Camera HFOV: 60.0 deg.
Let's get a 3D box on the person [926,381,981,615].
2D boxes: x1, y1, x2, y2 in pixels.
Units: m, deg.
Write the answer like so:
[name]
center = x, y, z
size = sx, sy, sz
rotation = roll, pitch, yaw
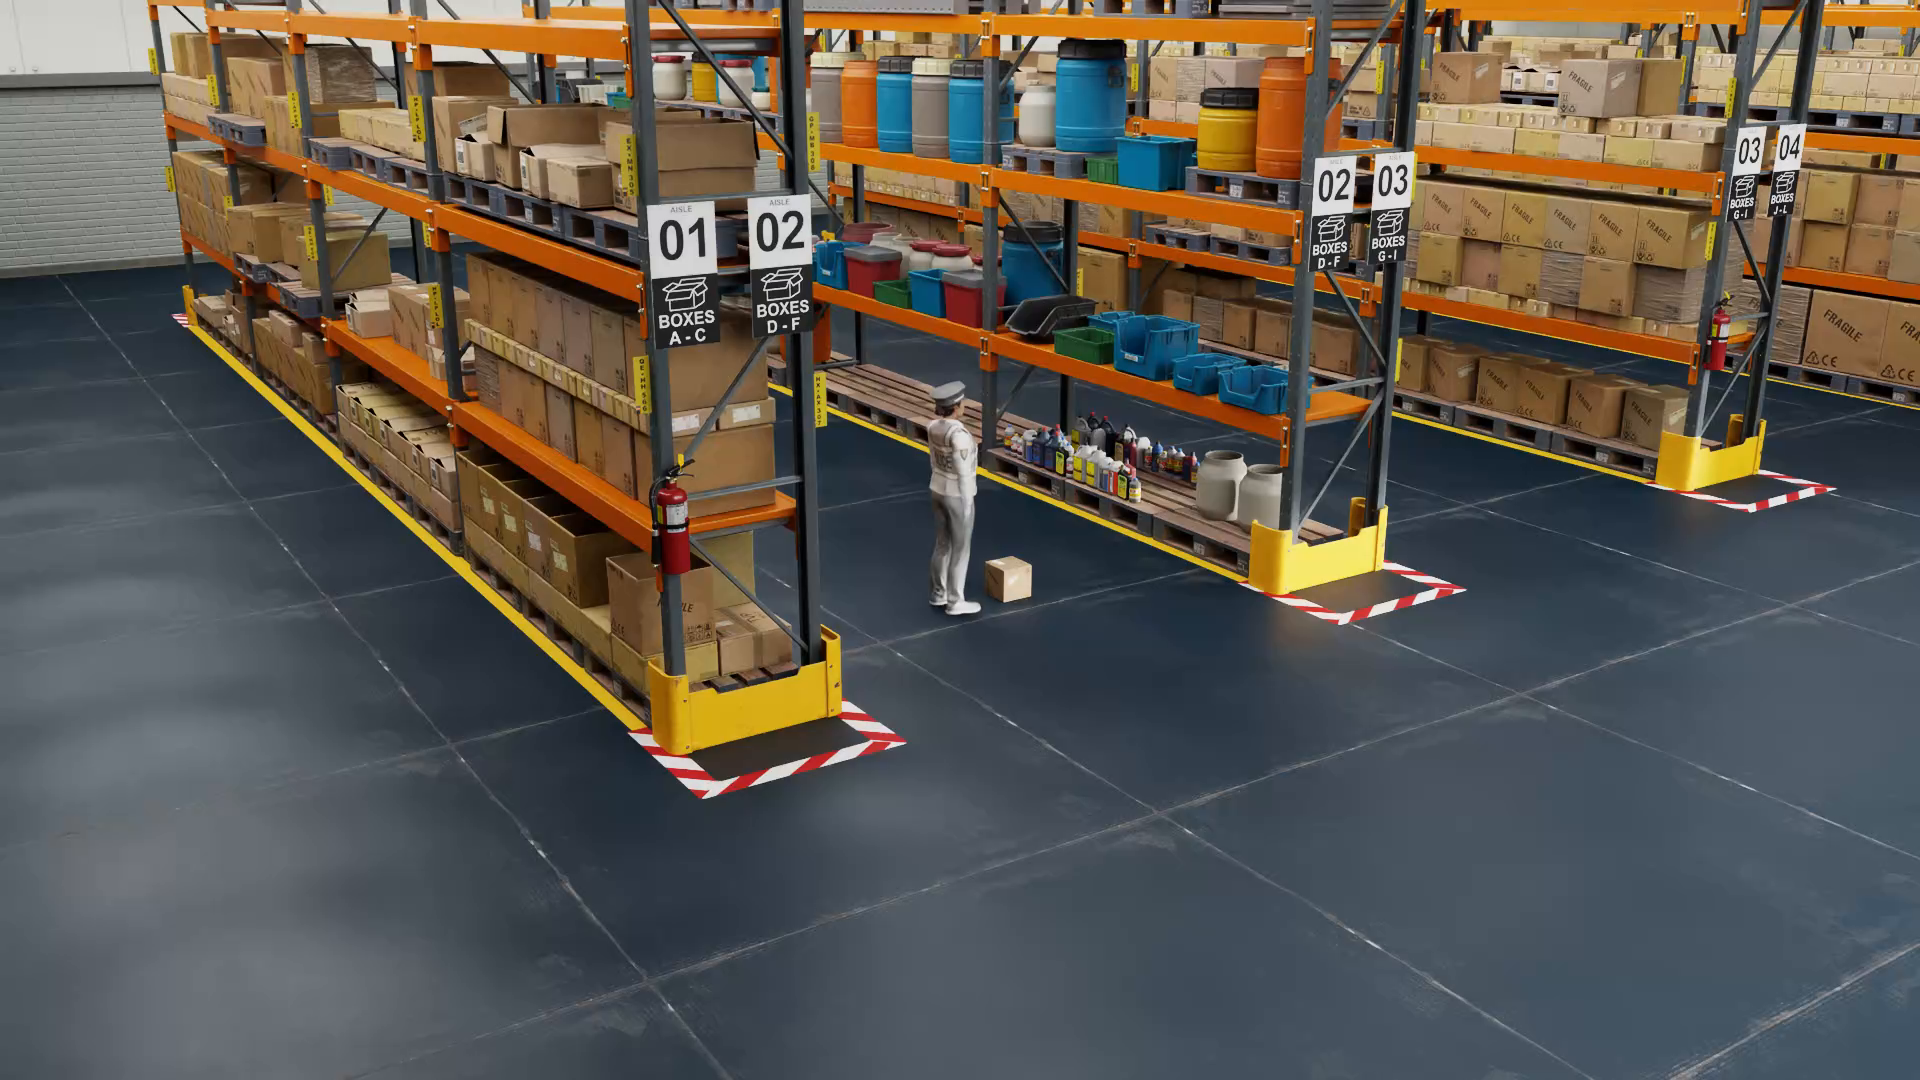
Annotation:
[person]
center = -0.048, -0.307, 11.964
size = 0.345, 1.686, 0.467
rotation = -11, 21, -30
